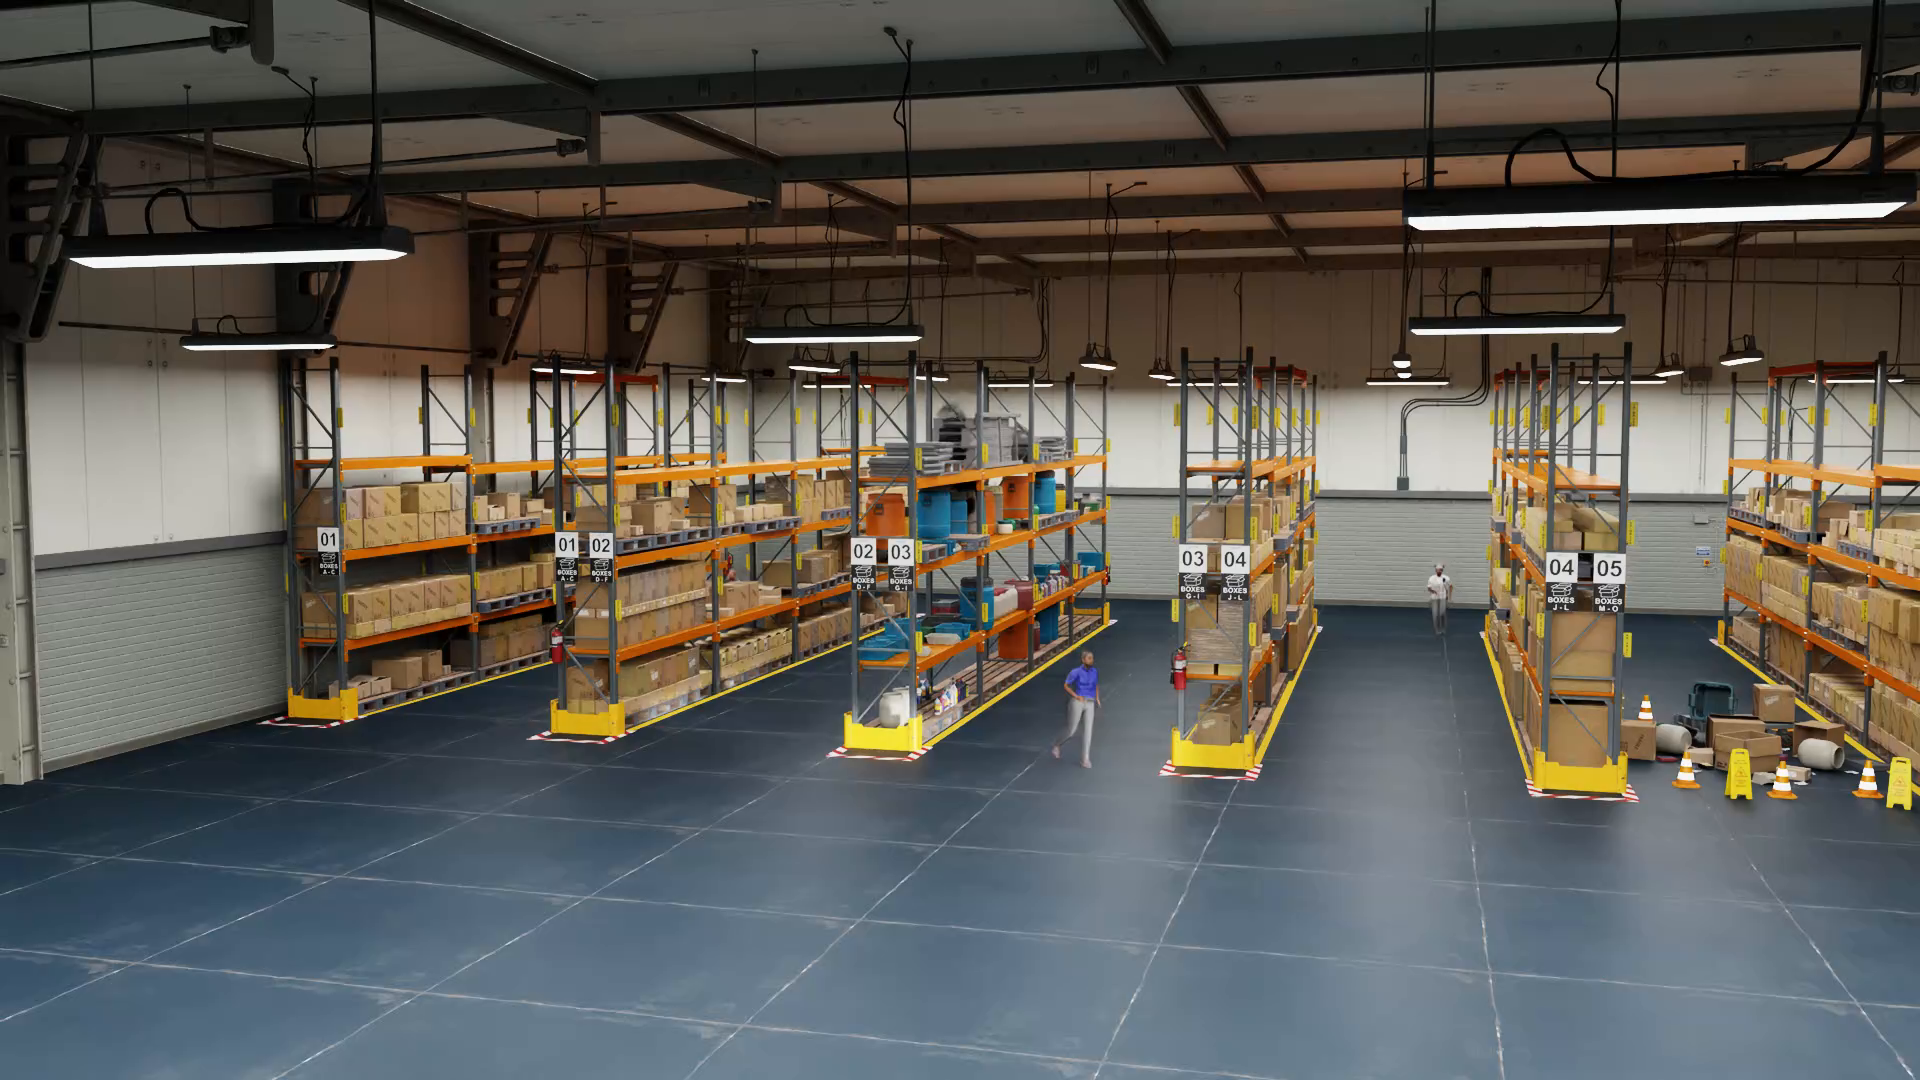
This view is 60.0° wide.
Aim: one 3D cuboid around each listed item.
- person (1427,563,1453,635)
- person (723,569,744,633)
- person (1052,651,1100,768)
[{"bbox_3d":[10.999,1.363,38.146,0.555,1.662,0.610,2,4,21],"label":"person"},{"bbox_3d":[-5.009,1.486,36.623,0.661,1.682,0.585,2,4,20],"label":"person"},{"bbox_3d":[1.784,2.414,24.062,0.663,1.623,0.925,-2,5,-24],"label":"person"}]
